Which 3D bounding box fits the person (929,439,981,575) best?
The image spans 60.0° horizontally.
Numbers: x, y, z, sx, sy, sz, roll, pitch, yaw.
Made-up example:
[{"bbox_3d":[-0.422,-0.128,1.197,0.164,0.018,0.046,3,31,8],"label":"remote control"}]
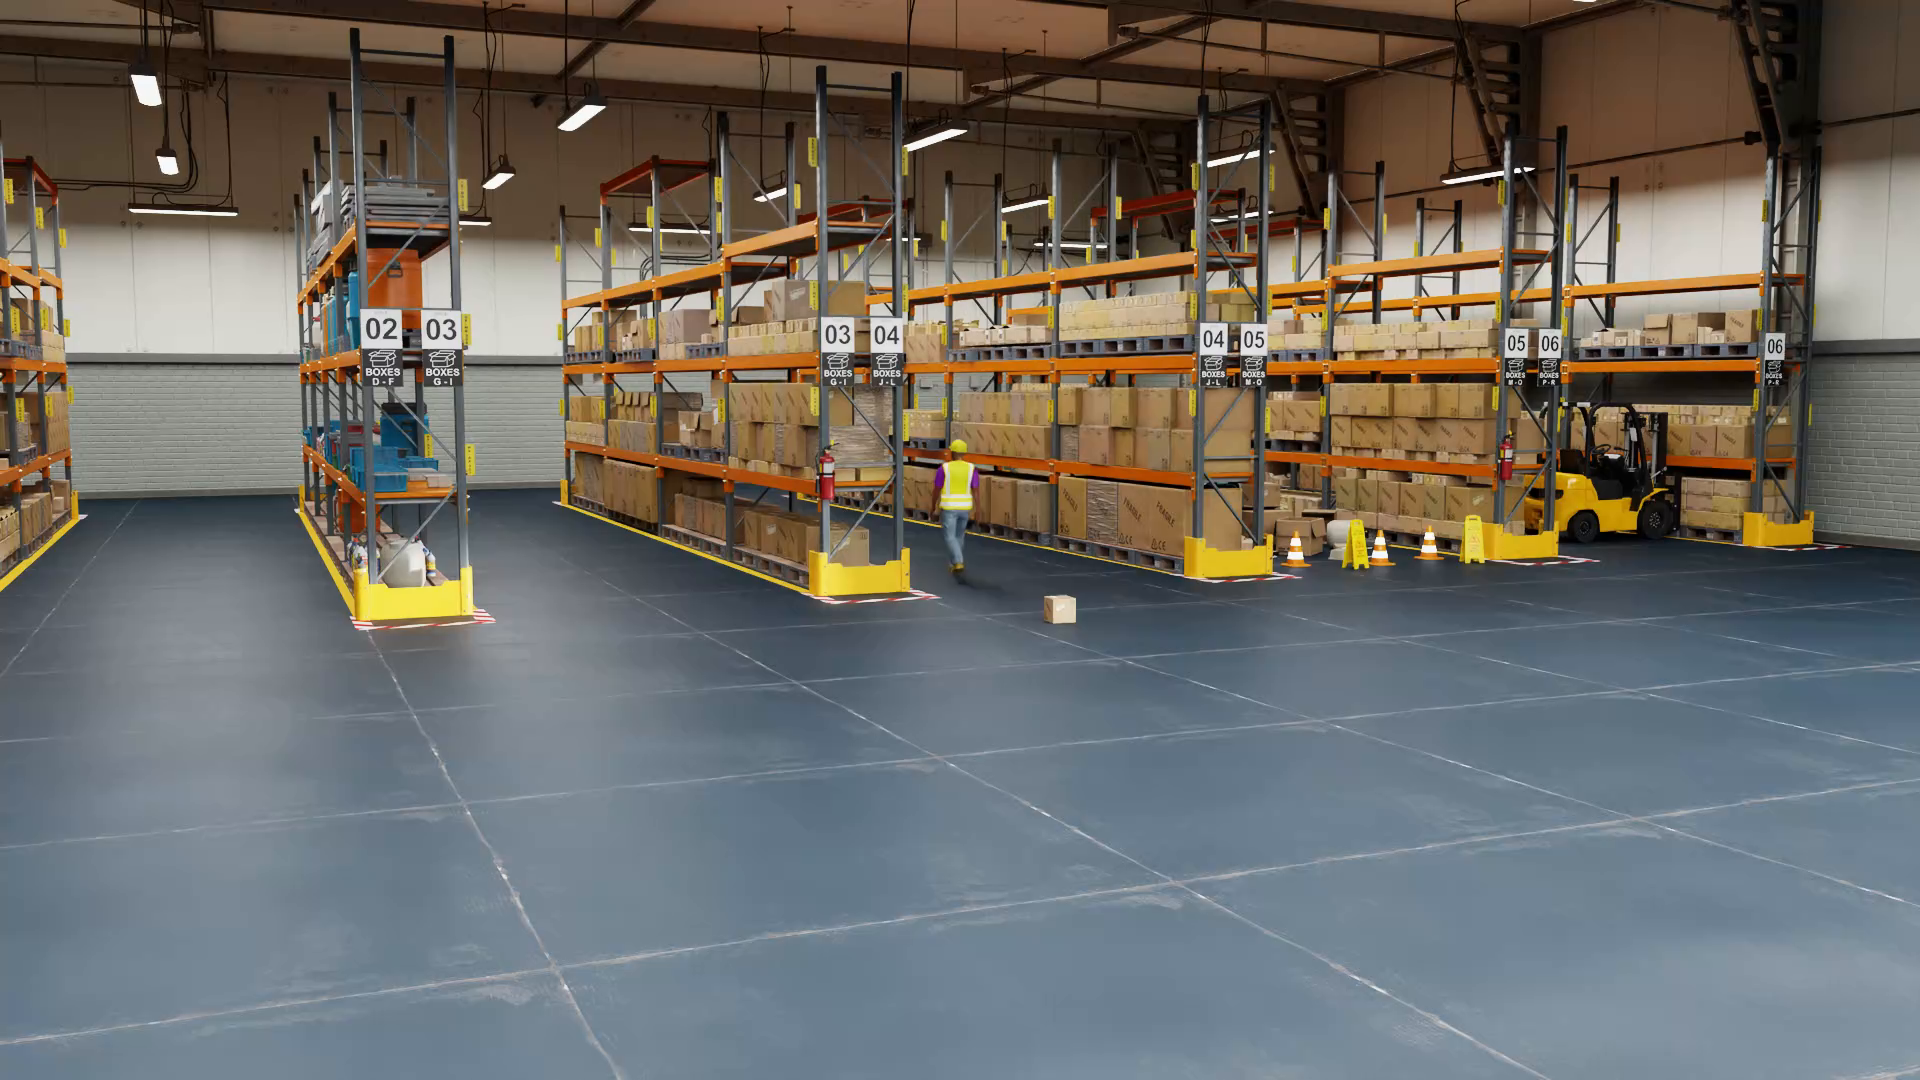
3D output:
[{"bbox_3d":[-0.067,-0.399,20.942,0.597,1.734,1.003,-2,6,-18],"label":"person"}]
